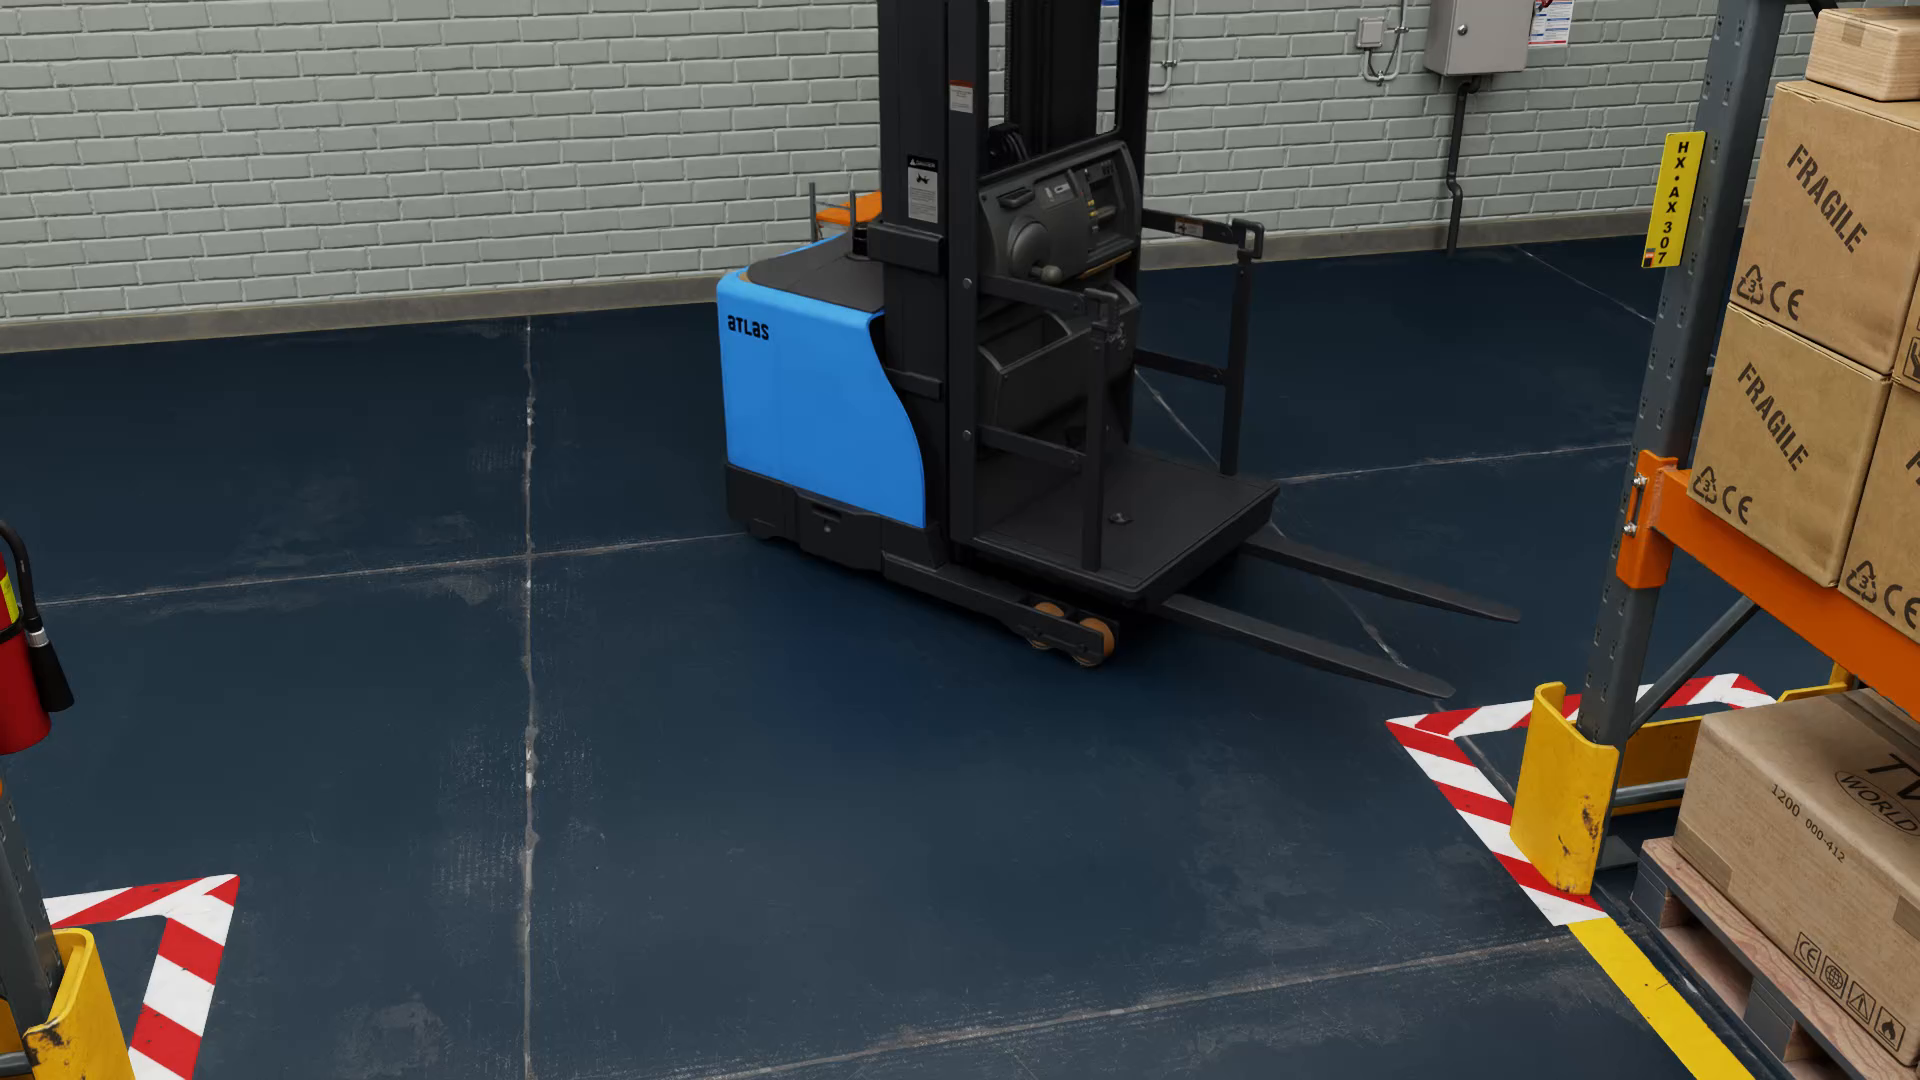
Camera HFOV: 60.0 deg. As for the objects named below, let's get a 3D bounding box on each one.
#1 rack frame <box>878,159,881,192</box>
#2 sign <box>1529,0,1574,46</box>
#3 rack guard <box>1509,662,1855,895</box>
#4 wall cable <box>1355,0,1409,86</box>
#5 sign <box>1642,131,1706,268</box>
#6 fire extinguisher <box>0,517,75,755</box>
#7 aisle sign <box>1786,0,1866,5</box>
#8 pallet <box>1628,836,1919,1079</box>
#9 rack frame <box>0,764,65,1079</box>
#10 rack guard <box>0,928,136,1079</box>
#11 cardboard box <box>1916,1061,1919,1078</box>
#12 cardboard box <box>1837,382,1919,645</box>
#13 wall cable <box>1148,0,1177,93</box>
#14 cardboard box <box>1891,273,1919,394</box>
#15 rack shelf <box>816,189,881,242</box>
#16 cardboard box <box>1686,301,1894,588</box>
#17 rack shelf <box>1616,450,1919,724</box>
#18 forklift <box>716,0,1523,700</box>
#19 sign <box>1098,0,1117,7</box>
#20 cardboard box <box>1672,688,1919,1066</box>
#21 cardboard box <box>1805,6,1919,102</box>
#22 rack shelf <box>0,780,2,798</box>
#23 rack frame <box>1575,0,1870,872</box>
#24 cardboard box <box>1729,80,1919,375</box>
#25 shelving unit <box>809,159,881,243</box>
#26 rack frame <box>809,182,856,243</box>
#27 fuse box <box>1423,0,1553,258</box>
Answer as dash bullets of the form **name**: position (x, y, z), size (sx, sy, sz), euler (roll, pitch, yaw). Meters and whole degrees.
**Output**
- **rack frame**: position (-0.265, -1.147, 7.691), size (0.240, 1.200, 0.015), euler (17, 32, 31)
- **sign**: position (3.470, -3.165, 9.797), size (0.329, 0.494, 0.001), euler (-6, 27, -12)
- **rack guard**: position (2.244, 0.661, 4.885), size (1.175, 0.500, 0.348), euler (-6, 27, -12)
- **wall cable**: position (2.335, -3.520, 9.267), size (0.588, 1.984, 0.122), euler (-6, 27, -12)
- **sign**: position (1.707, -0.812, 3.982), size (0.100, 0.325, 0.005), euler (-6, 27, -12)
- **fire extinguisher**: position (-2.158, 0.147, 3.630), size (0.296, 0.674, 0.183), euler (-6, 27, -12)
- **aisle sign**: position (1.951, -1.607, 3.719), size (0.394, 0.787, 0.004), euler (-6, 27, -12)
- **pallet**: position (2.506, 1.144, 4.250), size (1.003, 0.211, 1.213), euler (-6, 27, -12)
- **rack frame**: position (-2.554, 0.103, 3.216), size (0.949, 2.616, 0.053), euler (-6, 27, -12)
- **rack guard**: position (-2.533, 1.252, 3.714), size (1.175, 0.500, 0.348), euler (-6, 27, -12)
- **cardboard box**: position (2.710, 1.193, 3.435), size (0.875, 0.438, 0.875), euler (-5, 27, -10)
- **cardboard box**: position (2.219, -0.030, 3.369), size (0.500, 0.500, 0.500), euler (-6, 27, -12)
- **wall cable**: position (0.956, -3.385, 8.965), size (0.585, 1.953, 0.123), euler (-6, 27, -12)
- **cardboard box**: position (2.203, -0.469, 3.130), size (0.500, 0.500, 0.500), euler (-7, 28, -13)
- **rack shelf**: position (-0.404, -1.407, 7.335), size (0.258, 0.148, 0.480), euler (17, 32, 31)
- **cardboard box**: position (2.078, -0.249, 3.803), size (0.500, 0.500, 0.500), euler (-6, 27, -12)
- **rack shelf**: position (2.700, 0.755, 2.723), size (1.077, 0.370, 4.000), euler (-6, 27, -12)
- **forklift**: position (0.533, -1.135, 5.746), size (3.031, 2.935, 1.130), euler (18, 32, 32)
- **sign**: position (0.895, -3.060, 9.183), size (0.327, 0.218, 0.001), euler (-6, 27, -12)
- **cardboard box**: position (2.496, 0.792, 4.230), size (0.875, 0.438, 0.875), euler (-7, 28, -13)
- **cardboard box**: position (2.060, -1.041, 3.542), size (0.380, 0.149, 0.250), euler (-5, 27, -11)
- **rack shelf**: position (-2.100, 1.302, 1.640), size (1.077, 0.370, 4.000), euler (-6, 27, -12)
- **rack frame**: position (2.250, -0.444, 4.301), size (1.000, 3.000, 0.127), euler (-6, 27, -12)
- **cardboard box**: position (2.080, -0.695, 3.578), size (0.500, 0.500, 0.500), euler (-7, 28, -13)
- **shelving unit**: position (-0.404, -1.057, 7.512), size (0.258, 1.200, 0.503), euler (17, 32, 31)
- **rack frame**: position (-0.544, -0.966, 7.333), size (0.240, 1.200, 0.015), euler (17, 32, 31)
- **fuse box**: position (3.036, -2.491, 9.787), size (0.539, 1.711, 0.414), euler (-6, 27, -12)
